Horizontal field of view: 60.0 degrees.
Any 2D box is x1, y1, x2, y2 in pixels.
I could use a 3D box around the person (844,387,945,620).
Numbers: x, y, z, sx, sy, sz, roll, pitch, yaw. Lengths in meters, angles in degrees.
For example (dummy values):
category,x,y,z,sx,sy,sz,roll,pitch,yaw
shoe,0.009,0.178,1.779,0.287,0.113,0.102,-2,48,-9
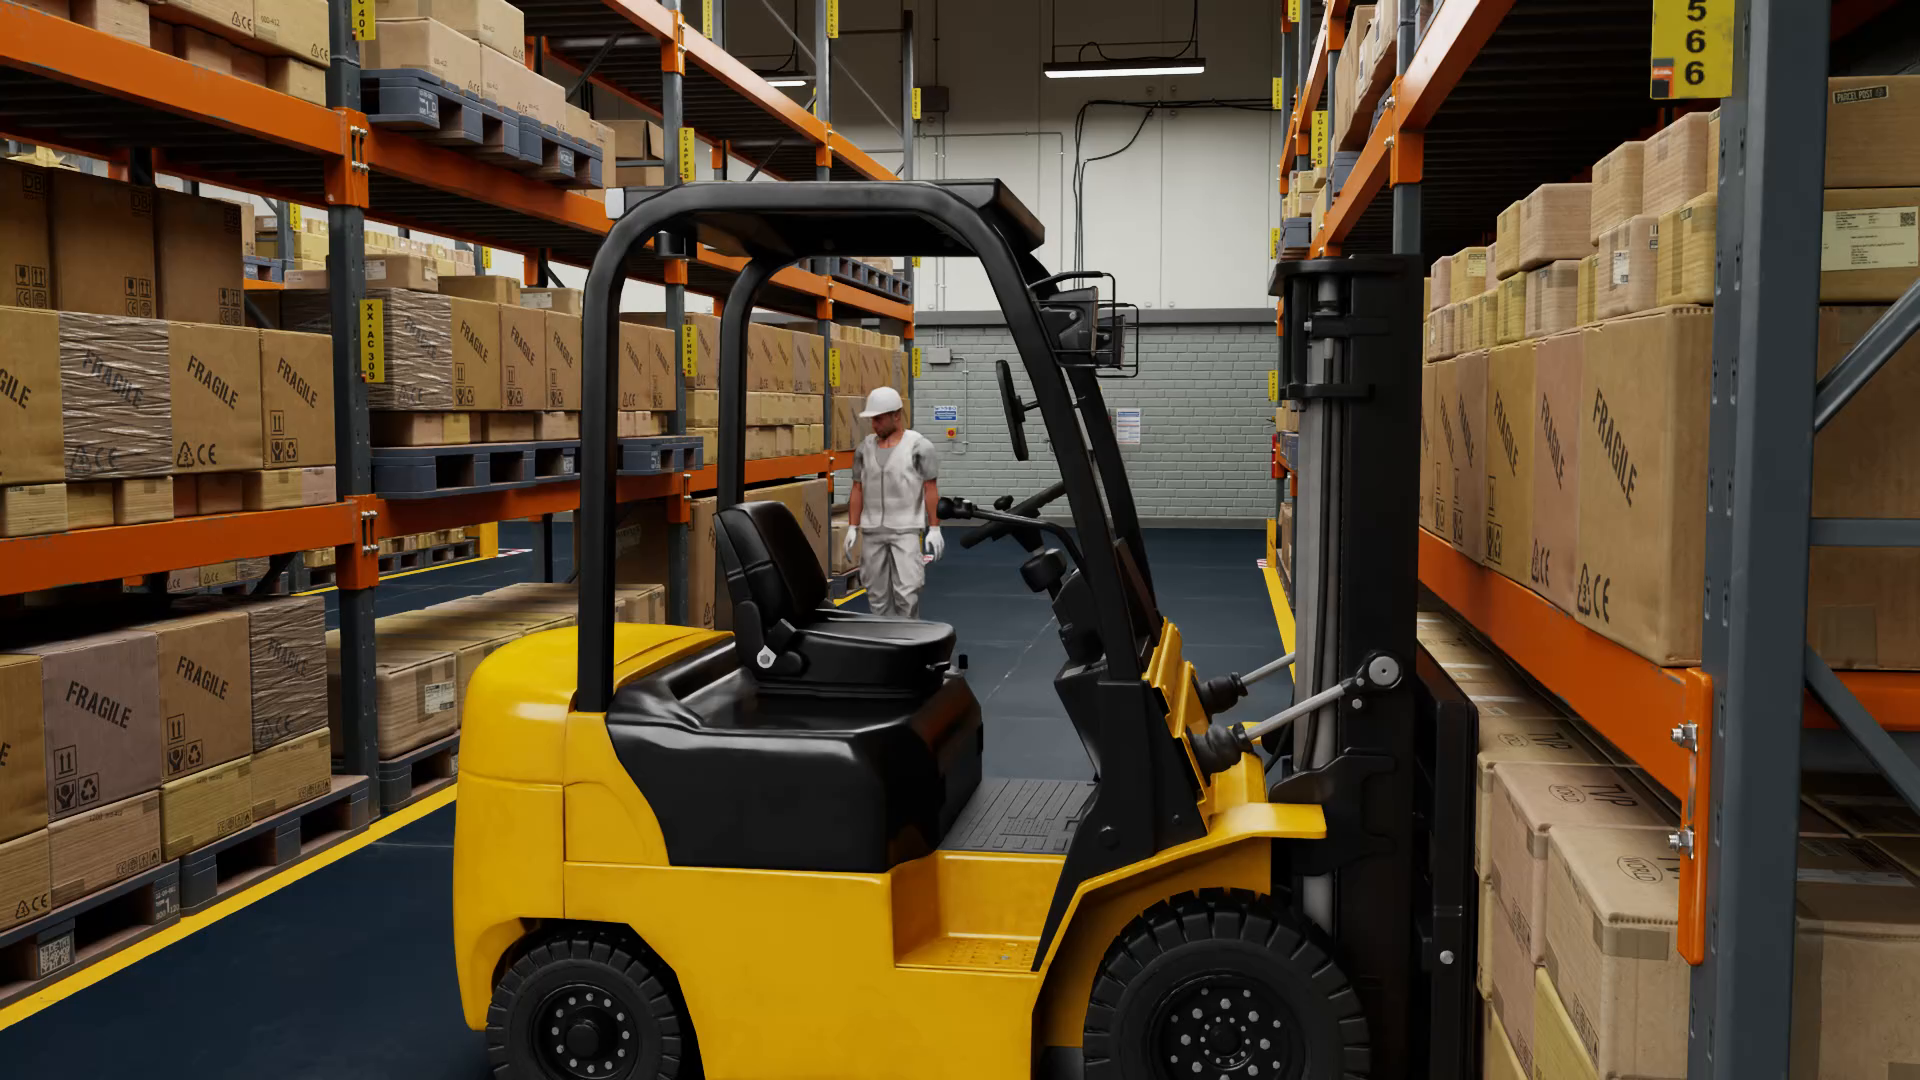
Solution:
category,x,y,z,sx,sy,sz,roll,pitch,yaw
person,-0.437,0.009,9.819,0.597,1.821,0.507,2,5,21
